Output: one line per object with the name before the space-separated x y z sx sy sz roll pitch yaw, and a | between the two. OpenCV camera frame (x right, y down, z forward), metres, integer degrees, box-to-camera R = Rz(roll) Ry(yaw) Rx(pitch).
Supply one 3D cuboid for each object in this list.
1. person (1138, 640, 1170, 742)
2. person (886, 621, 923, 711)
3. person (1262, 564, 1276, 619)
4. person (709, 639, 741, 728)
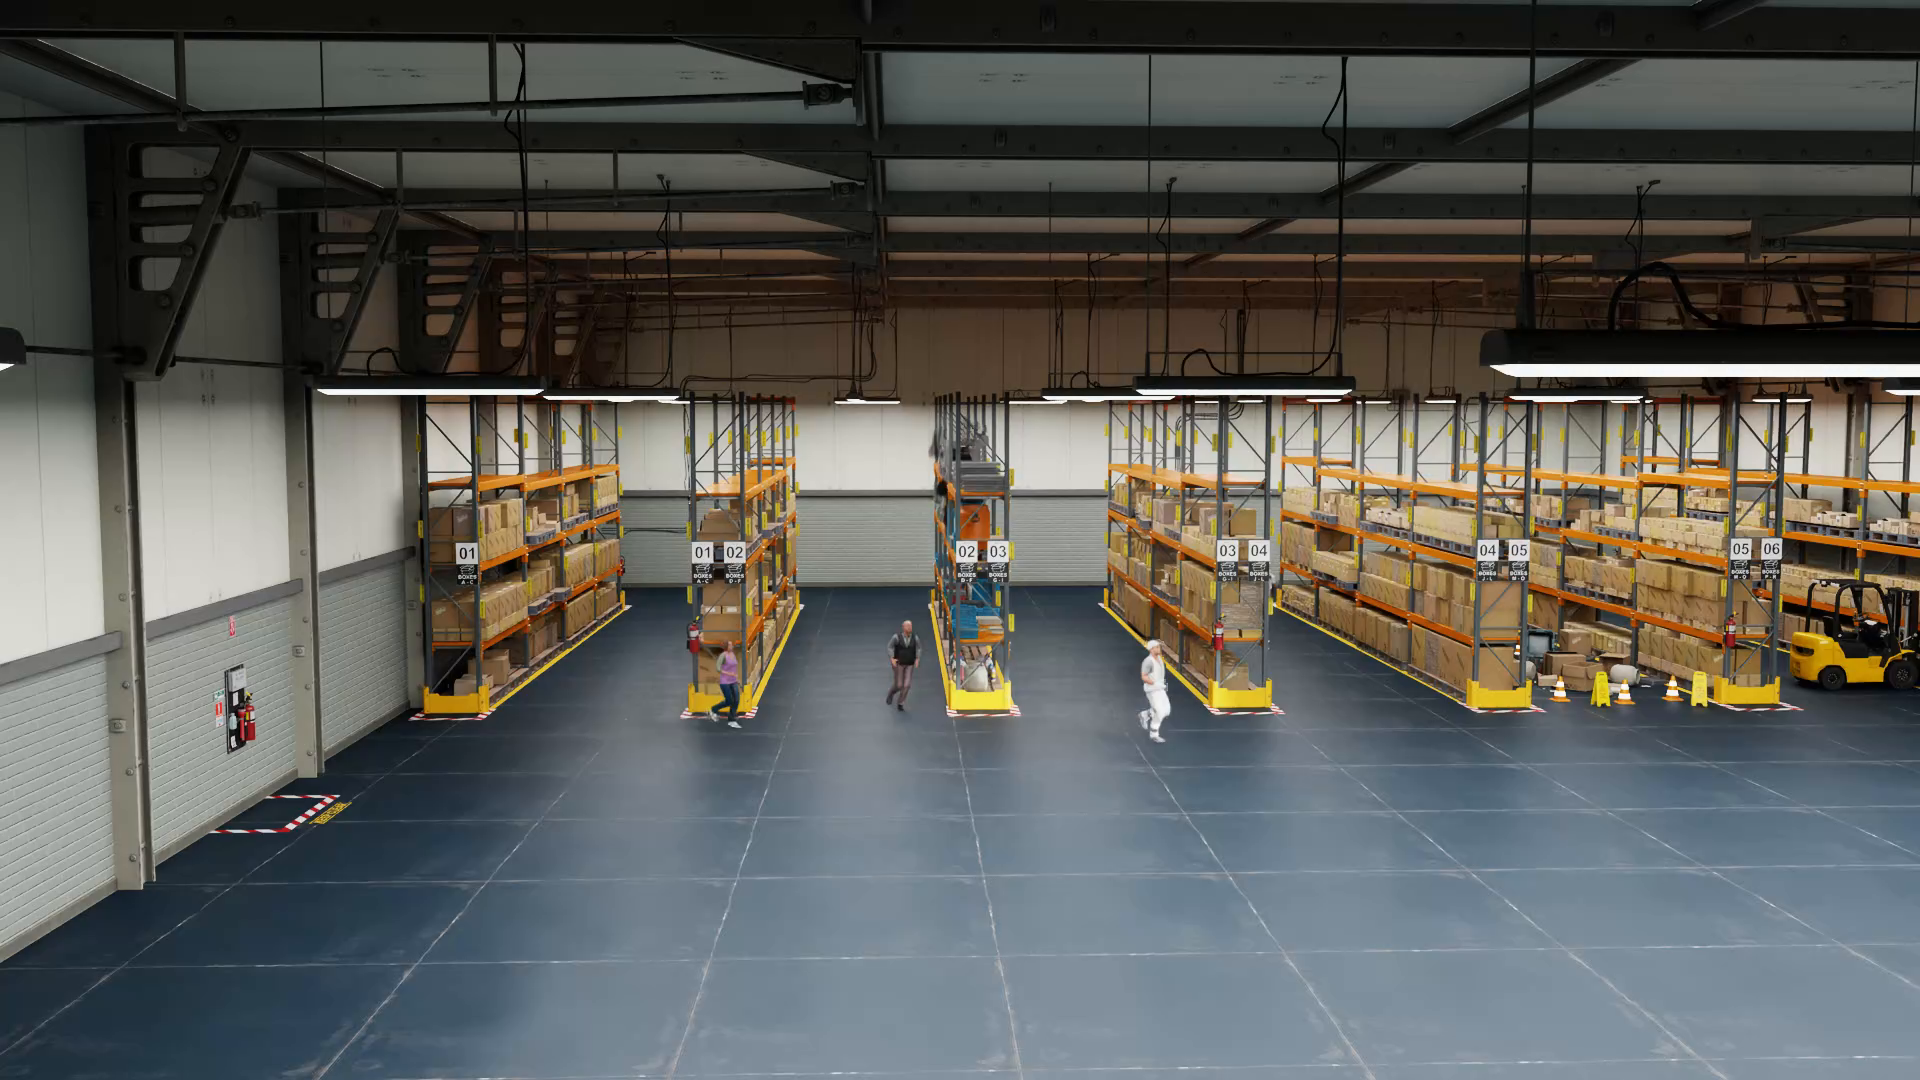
person | 3.308 2.578 28.501 0.629 1.740 0.691 3 5 31
person | -1.047 2.375 31.555 0.685 1.701 0.568 -2 5 -19
person | 8.008 1.412 43.548 0.573 1.661 0.547 0 5 -1
person | -4.195 2.564 29.726 0.637 1.592 0.535 3 5 30
